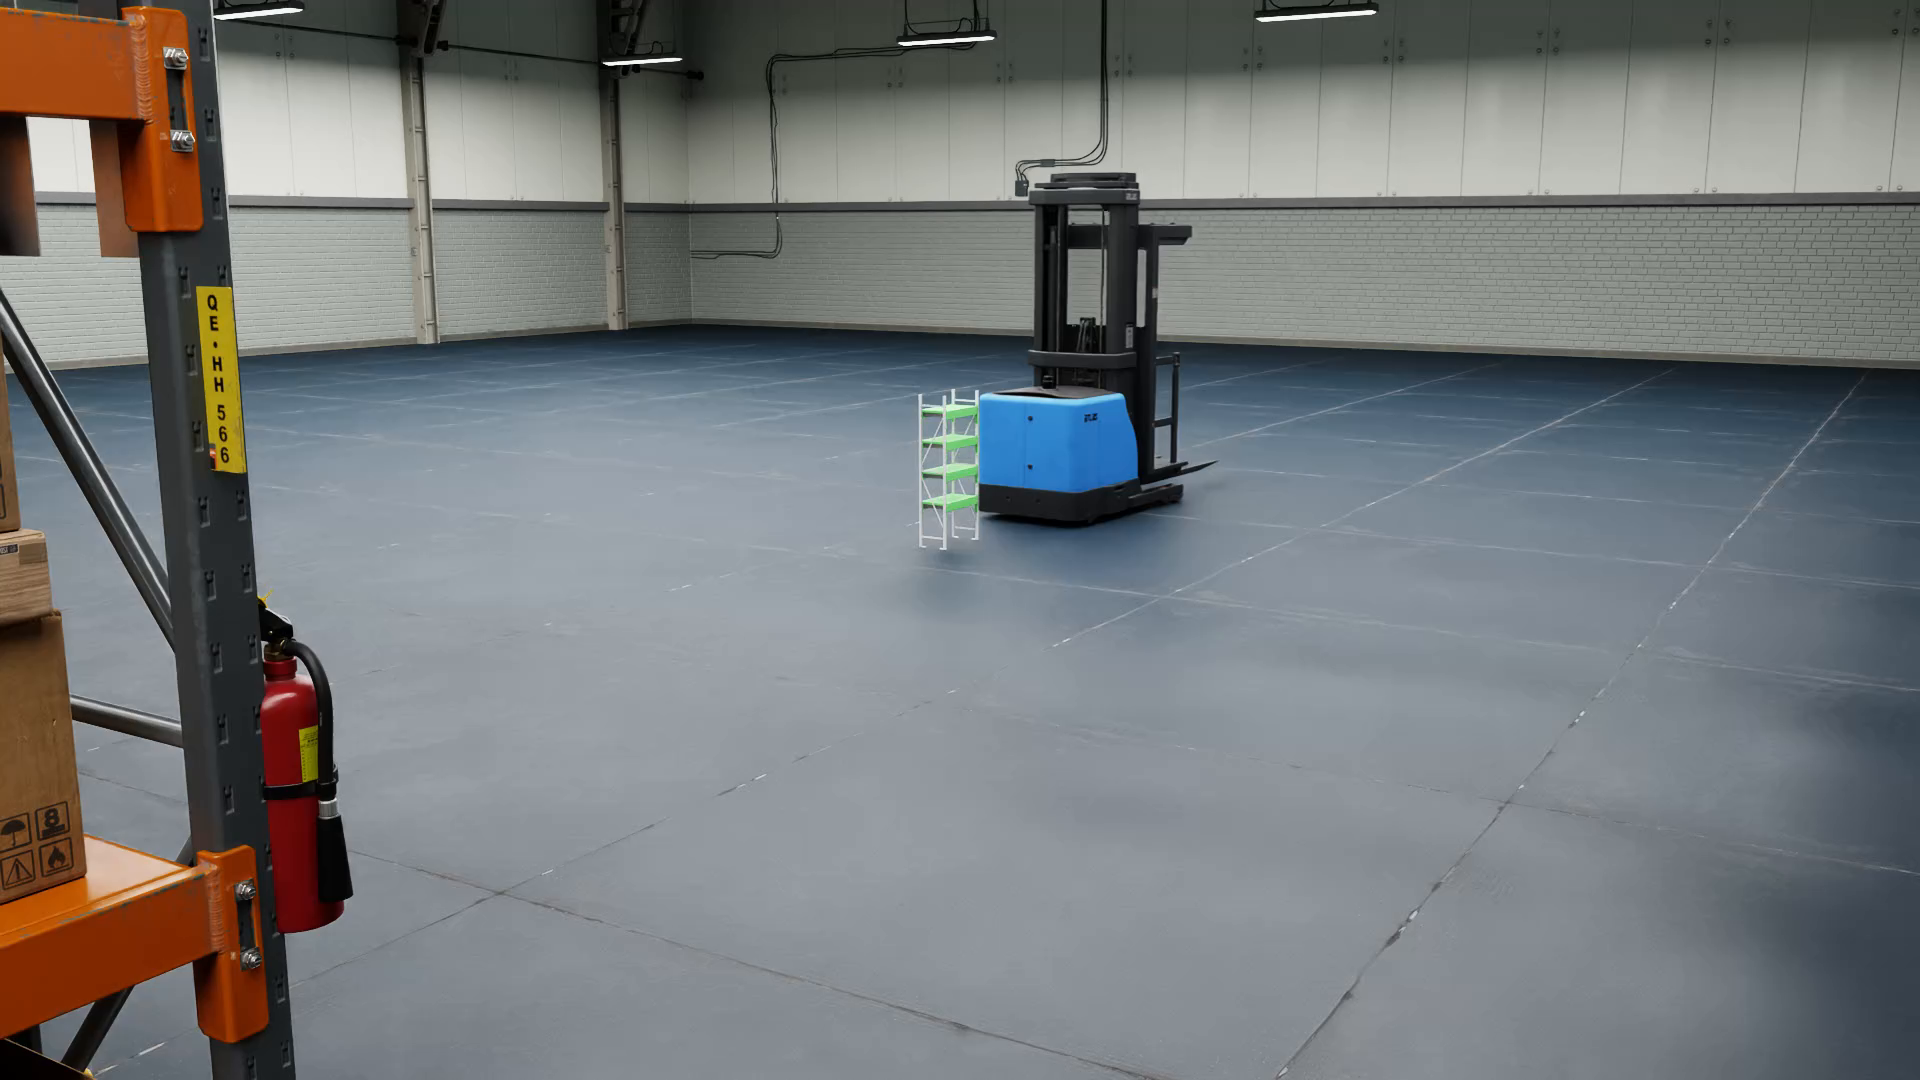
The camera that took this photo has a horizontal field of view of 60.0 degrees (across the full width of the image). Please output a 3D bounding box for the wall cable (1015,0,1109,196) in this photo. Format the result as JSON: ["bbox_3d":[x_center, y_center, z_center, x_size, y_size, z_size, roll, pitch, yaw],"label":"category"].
[{"bbox_3d":[2.268,-10.760,37.149,2.305,6.003,0.169,6,12,31],"label":"wall cable"}]

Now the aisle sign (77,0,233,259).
[{"bbox_3d":[-1.476,-0.910,3.016,0.394,0.787,0.004,6,12,31],"label":"aisle sign"}]

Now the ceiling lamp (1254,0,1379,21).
[{"bbox_3d":[5.906,-10.088,26.939,2.000,3.185,0.800,6,12,31],"label":"ceiling lamp"}]

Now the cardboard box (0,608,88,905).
[{"bbox_3d":[-2.015,0.373,2.955,0.700,0.500,0.500,6,12,31],"label":"cardboard box"}]

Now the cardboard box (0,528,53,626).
[{"bbox_3d":[-1.797,0.060,2.862,0.380,0.149,0.250,6,12,30],"label":"cardboard box"}]

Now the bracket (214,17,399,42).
[{"bbox_3d":[-12.861,-9.983,32.454,0.076,0.066,4.783,6,12,31],"label":"bracket"}]

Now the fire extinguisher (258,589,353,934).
[{"bbox_3d":[-1.303,0.413,3.219,0.296,0.674,0.183,6,12,31],"label":"fire extinguisher"}]

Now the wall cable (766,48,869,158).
[{"bbox_3d":[-3.525,-10.696,40.761,3.097,2.526,0.112,6,12,31],"label":"wall cable"}]

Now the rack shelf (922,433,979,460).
[{"bbox_3d":[-0.086,-0.737,13.087,0.258,0.148,0.480,6,12,31],"label":"rack shelf"}]

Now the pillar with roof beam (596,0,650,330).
[{"bbox_3d":[-4.817,-9.250,38.323,9.100,9.000,0.548,6,12,31],"label":"pillar with roof beam"}]

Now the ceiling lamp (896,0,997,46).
[{"bbox_3d":[-0.128,-10.763,30.542,2.000,3.185,0.800,6,12,31],"label":"ceiling lamp"}]

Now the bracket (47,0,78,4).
[{"bbox_3d":[-15.977,-9.039,27.414,0.076,0.066,4.783,6,12,31],"label":"bracket"}]

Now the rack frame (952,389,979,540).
[{"bbox_3d":[0.041,-0.602,13.324,0.240,1.200,0.015,6,12,31],"label":"rack frame"}]

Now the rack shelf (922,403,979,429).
[{"bbox_3d":[-0.086,-0.973,13.043,0.258,0.148,0.480,6,12,31],"label":"rack shelf"}]

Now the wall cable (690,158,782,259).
[{"bbox_3d":[-5.837,-8.472,42.606,3.097,2.526,0.112,6,12,31],"label":"wall cable"}]

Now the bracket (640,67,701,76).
[{"bbox_3d":[-7.054,-11.742,41.851,0.076,0.066,3.189,6,12,31],"label":"bracket"}]

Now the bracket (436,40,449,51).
[{"bbox_3d":[-11.093,-10.518,35.316,0.235,0.232,0.430,6,12,31],"label":"bracket"}]

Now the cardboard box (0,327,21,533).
[{"bbox_3d":[-2.042,-0.257,2.791,0.700,0.500,0.500,6,12,31],"label":"cardboard box"}]

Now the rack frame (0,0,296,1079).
[{"bbox_3d":[-1.759,0.350,3.348,0.949,2.616,0.053,6,12,31],"label":"rack frame"}]

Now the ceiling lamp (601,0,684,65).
[{"bbox_3d":[-6.444,-11.469,34.313,2.000,3.185,0.800,6,12,31],"label":"ceiling lamp"}]

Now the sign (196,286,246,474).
[{"bbox_3d":[-1.305,-0.282,2.933,0.100,0.325,0.005,6,12,31],"label":"sign"}]

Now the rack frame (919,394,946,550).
[{"bbox_3d":[-0.213,-0.525,12.914,0.240,1.200,0.015,6,12,31],"label":"rack frame"}]

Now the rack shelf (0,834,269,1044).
[{"bbox_3d":[-2.800,1.018,1.736,1.077,0.370,4.000,6,12,31],"label":"rack shelf"}]

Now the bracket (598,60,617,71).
[{"bbox_3d":[-8.409,-11.331,39.659,0.235,0.232,0.430,6,12,31],"label":"bracket"}]

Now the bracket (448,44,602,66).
[{"bbox_3d":[-9.746,-10.926,37.495,0.076,0.066,4.783,6,12,31],"label":"bracket"}]

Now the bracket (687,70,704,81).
[{"bbox_3d":[-6.747,-11.835,42.347,0.235,0.232,0.430,6,12,31],"label":"bracket"}]

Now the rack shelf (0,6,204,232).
[{"bbox_3d":[-2.800,-0.457,1.460,1.077,0.370,4.000,6,12,31],"label":"rack shelf"}]

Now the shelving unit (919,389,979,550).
[{"bbox_3d":[-0.086,-0.564,13.119,0.258,1.200,0.503,6,12,31],"label":"shelving unit"}]

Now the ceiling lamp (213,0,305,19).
[{"bbox_3d":[-11.173,-10.036,26.660,2.000,3.185,0.800,6,12,31],"label":"ceiling lamp"}]

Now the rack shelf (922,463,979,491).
[{"bbox_3d":[-0.086,-0.501,13.131,0.258,0.148,0.480,6,12,31],"label":"rack shelf"}]

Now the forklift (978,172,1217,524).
[{"bbox_3d":[1.390,-1.802,15.028,1.130,2.935,3.031,7,13,34],"label":"forklift"}]

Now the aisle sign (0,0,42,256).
[{"bbox_3d":[-1.989,-0.968,3.322,0.394,0.787,0.004,6,12,31],"label":"aisle sign"}]

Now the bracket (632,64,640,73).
[{"bbox_3d":[-7.978,-11.462,40.356,0.235,0.232,0.430,6,12,31],"label":"bracket"}]

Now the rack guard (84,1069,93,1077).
[{"bbox_3d":[-1.749,1.575,3.600,1.175,0.500,0.348,6,12,31],"label":"rack guard"}]

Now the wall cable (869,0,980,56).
[{"bbox_3d":[-0.880,-12.636,38.763,3.097,2.526,0.112,6,12,31],"label":"wall cable"}]

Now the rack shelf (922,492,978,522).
[{"bbox_3d":[-0.086,-0.265,13.175,0.258,0.148,0.480,6,12,31],"label":"rack shelf"}]

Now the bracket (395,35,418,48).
[{"bbox_3d":[-11.524,-10.388,34.619,0.235,0.232,0.430,6,12,31],"label":"bracket"}]

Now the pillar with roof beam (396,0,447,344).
[{"bbox_3d":[-7.932,-8.306,33.283,9.100,9.000,0.548,6,12,31],"label":"pillar with roof beam"}]
